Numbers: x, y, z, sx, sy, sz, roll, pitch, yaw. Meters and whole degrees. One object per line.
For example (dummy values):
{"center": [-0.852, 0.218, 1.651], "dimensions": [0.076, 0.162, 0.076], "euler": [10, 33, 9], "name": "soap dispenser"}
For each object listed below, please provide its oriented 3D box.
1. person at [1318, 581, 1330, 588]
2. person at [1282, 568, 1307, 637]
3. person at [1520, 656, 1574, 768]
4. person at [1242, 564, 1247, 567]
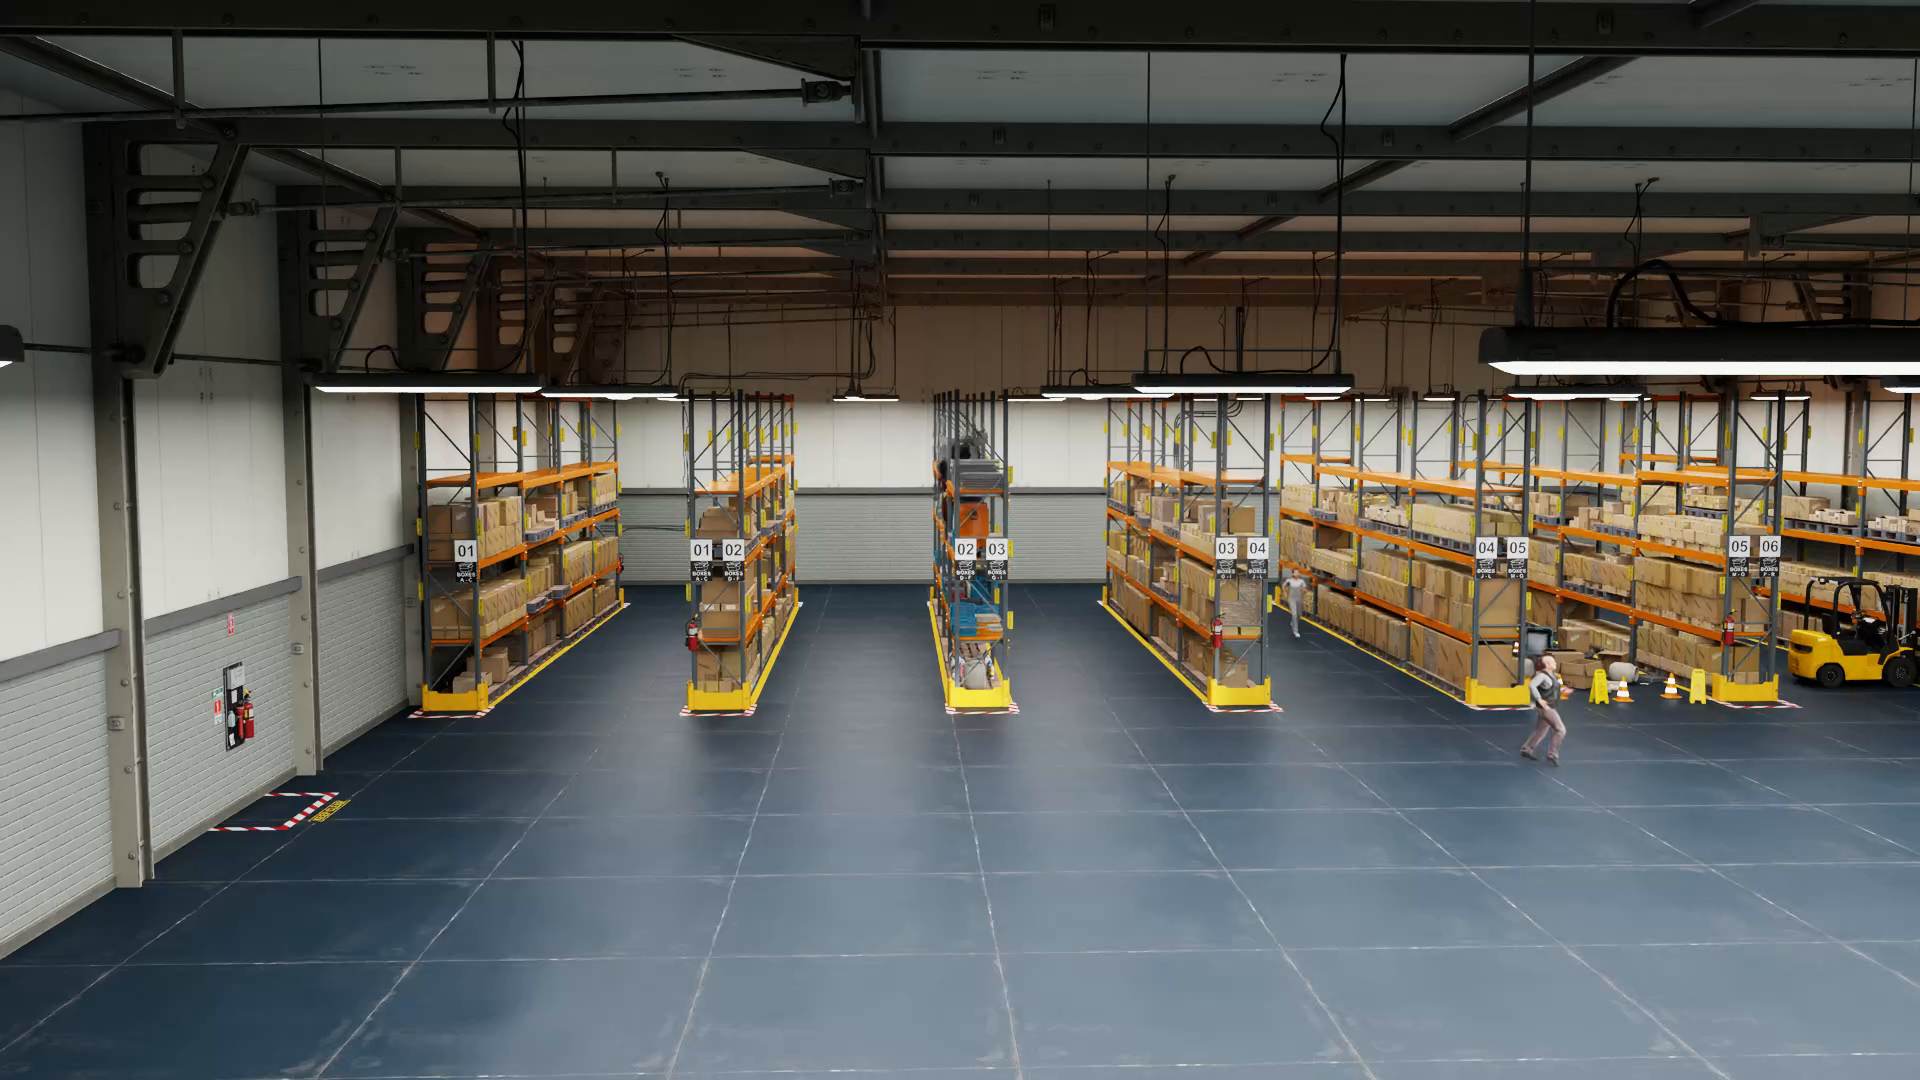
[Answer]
{"center": [10.612, 0.915, 49.009], "dimensions": [0.534, 1.633, 0.816], "euler": [3, 6, 34], "name": "person"}
{"center": [8.282, 1.515, 41.071], "dimensions": [0.564, 1.655, 0.969], "euler": [0, 5, -4], "name": "person"}
{"center": [9.309, 2.724, 26.374], "dimensions": [0.777, 1.782, 0.638], "euler": [2, 5, 24], "name": "person"}
{"center": [7.910, 1.117, 46.639], "dimensions": [0.595, 1.624, 0.577], "euler": [1, 5, 6], "name": "person"}
